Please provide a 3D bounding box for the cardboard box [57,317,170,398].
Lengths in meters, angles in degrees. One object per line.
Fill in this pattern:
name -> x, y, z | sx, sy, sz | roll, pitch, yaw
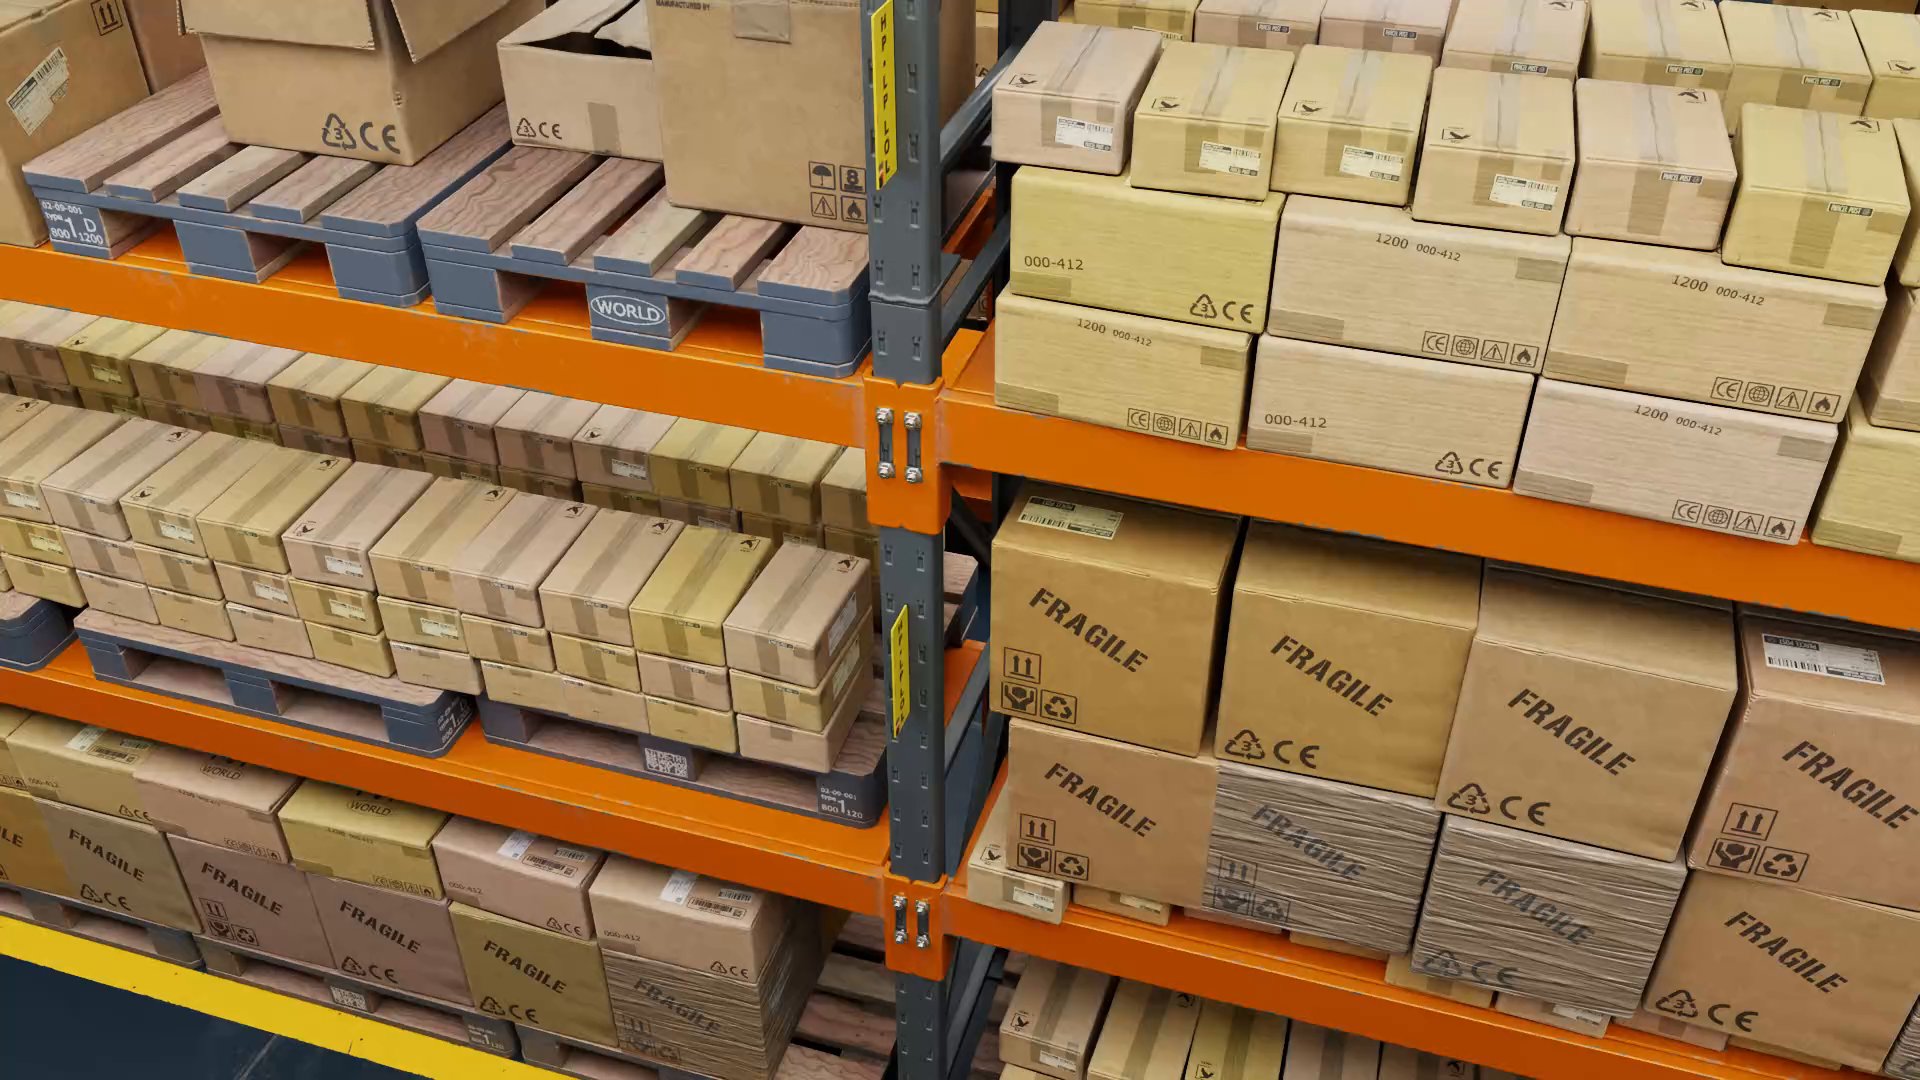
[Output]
cardboard box -> -2.699, -0.639, 5.443 | 0.250, 0.149, 0.380 | 12, 38, 15

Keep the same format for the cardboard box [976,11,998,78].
cardboard box -> 0.102, -2.480, 8.505 | 0.500, 0.500, 0.500 | 10, 38, 13

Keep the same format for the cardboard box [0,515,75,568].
cardboard box -> -2.635, -0.103, 4.966 | 0.250, 0.149, 0.380 | 11, 38, 14

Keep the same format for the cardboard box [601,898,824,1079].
cardboard box -> -0.756, 1.306, 5.200 | 0.500, 0.500, 0.500 | 10, 37, 13

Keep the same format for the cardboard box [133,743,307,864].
cardboard box -> -2.254, 0.728, 5.352 | 0.500, 0.250, 0.500 | 11, 38, 14

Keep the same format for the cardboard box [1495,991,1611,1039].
cardboard box -> 1.470, 0.998, 4.075 | 0.250, 0.149, 0.380 | 12, 38, 16

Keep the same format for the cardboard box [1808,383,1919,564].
cardboard box -> 1.859, -0.179, 3.059 | 0.500, 0.250, 0.500 | 12, 38, 16

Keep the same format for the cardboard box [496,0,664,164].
cardboard box -> -0.752, -1.159, 3.985 | 0.500, 0.311, 0.500 | 10, 38, 13

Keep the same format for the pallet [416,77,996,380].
pallet -> -0.532, -0.845, 3.996 | 1.003, 0.211, 1.213 | 10, 38, 14

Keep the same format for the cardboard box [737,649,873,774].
cardboard box -> -0.413, 0.430, 4.492 | 0.250, 0.149, 0.380 | 10, 37, 13

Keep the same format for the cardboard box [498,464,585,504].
cardboard box -> -1.214, -0.243, 5.157 | 0.250, 0.149, 0.380 | 12, 38, 16

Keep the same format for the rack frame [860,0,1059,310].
rack frame -> 0.026, -1.960, 2.821 | 0.127, 3.000, 1.000 | 10, 38, 14

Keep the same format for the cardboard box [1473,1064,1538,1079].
cardboard box -> 1.553, 1.599, 4.596 | 0.250, 0.149, 0.380 | 9, 37, 12

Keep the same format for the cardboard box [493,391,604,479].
cardboard box -> -1.207, -0.364, 5.070 | 0.250, 0.149, 0.380 | 10, 38, 14

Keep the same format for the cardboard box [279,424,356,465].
cardboard box -> -1.953, -0.382, 5.345 | 0.250, 0.149, 0.380 | 11, 38, 15

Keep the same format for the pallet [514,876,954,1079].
pallet -> -0.718, 1.443, 5.612 | 1.213, 0.211, 1.003 | 10, 38, 14

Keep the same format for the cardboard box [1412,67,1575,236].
cardboard box -> 0.972, -0.714, 3.027 | 0.250, 0.149, 0.380 | 9, 37, 13

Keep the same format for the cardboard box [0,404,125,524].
cardboard box -> -2.666, -0.228, 4.885 | 0.250, 0.149, 0.380 | 9, 37, 12

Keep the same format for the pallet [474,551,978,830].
pallet -> -0.661, 0.316, 4.952 | 1.213, 0.211, 1.003 | 10, 38, 14

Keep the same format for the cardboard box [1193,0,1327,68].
cardboard box -> 0.661, -1.111, 3.567 | 0.250, 0.149, 0.380 | 11, 38, 15

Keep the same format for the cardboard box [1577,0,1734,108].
cardboard box -> 1.403, -0.973, 3.379 | 0.250, 0.149, 0.380 | 9, 37, 12

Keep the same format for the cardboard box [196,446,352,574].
cardboard box -> -1.917, -0.089, 4.696 | 0.250, 0.149, 0.380 | 10, 38, 13

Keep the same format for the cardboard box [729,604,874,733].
cardboard box -> -0.413, 0.310, 4.405 | 0.250, 0.149, 0.380 | 12, 38, 15

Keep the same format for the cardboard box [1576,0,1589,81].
cardboard box -> 2.948, -2.283, 7.565 | 0.500, 0.500, 0.500 | 9, 37, 12

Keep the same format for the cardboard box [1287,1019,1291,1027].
cardboard box -> 1.154, 1.369, 5.159 | 0.250, 0.149, 0.380 | 11, 38, 14

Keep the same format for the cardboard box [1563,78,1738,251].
cardboard box -> 1.225, -0.680, 2.981 | 0.250, 0.149, 0.380 | 9, 37, 12

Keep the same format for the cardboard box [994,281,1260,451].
cardboard box -> 0.389, -0.460, 3.441 | 0.500, 0.250, 0.500 | 12, 38, 16

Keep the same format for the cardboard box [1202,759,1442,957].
cardboard box -> 0.898, 0.610, 4.056 | 0.500, 0.500, 0.500 | 10, 38, 14

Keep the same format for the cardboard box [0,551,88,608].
cardboard box -> -2.654, 0.017, 5.055 | 0.250, 0.149, 0.380 | 12, 38, 16

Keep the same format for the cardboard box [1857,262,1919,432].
cardboard box -> 1.873, -0.401, 2.938 | 0.500, 0.250, 0.500 | 9, 37, 12

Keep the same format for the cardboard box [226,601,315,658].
cardboard box -> -1.911, 0.155, 4.867 | 0.250, 0.149, 0.380 | 9, 37, 12

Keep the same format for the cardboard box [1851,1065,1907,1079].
cardboard box -> 2.245, 1.089, 3.951 | 0.250, 0.149, 0.380 | 9, 37, 12

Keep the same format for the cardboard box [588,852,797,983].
cardboard box -> -0.761, 1.003, 4.978 | 0.500, 0.250, 0.500 | 10, 37, 13

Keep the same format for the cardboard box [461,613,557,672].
cardboard box -> -1.163, 0.173, 4.591 | 0.250, 0.149, 0.380 | 9, 37, 12

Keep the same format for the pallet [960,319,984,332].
pallet -> -0.326, -1.517, 9.633 | 1.213, 0.211, 1.003 | 10, 38, 14

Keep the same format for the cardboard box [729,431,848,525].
cardboard box -> -0.481, -0.227, 4.883 | 0.250, 0.149, 0.380 | 12, 38, 15

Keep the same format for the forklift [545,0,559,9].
forklift -> -2.117, -1.414, 7.199 | 3.031, 2.935, 1.130 | 8, 37, 10

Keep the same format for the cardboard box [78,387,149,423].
cardboard box -> -2.678, -0.517, 5.529 | 0.250, 0.149, 0.380 | 11, 38, 15

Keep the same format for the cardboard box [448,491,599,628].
cardboard box -> -1.169, 0.048, 4.510 | 0.250, 0.149, 0.380 | 10, 38, 14

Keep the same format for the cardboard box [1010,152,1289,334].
cardboard box -> 0.413, -0.672, 3.306 | 0.500, 0.250, 0.500 | 12, 38, 15

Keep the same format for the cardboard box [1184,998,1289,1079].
cardboard box -> 0.794, 1.473, 4.767 | 0.250, 0.149, 0.380 | 10, 38, 13

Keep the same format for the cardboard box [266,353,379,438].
cardboard box -> -1.954, -0.501, 5.256 | 0.250, 0.149, 0.380 | 12, 38, 16

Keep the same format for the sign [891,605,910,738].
sign -> -0.137, 0.305, 3.829 | 0.005, 0.325, 0.100 | 10, 38, 14

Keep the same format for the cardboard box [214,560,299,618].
cardboard box -> -1.903, 0.033, 4.781 | 0.250, 0.149, 0.380 | 12, 38, 16

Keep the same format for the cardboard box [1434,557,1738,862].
cardboard box -> 1.355, 0.301, 3.632 | 0.500, 0.500, 0.500 | 11, 38, 15

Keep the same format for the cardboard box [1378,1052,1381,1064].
cardboard box -> 1.211, 1.531, 5.190 | 0.250, 0.149, 0.380 | 10, 37, 13

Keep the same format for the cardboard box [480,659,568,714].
cardboard box -> -1.137, 0.295, 4.676 | 0.250, 0.149, 0.380 | 9, 37, 12

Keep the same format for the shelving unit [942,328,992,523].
shelving unit -> 0.006, -0.452, 7.415 | 1.048, 1.125, 0.538 | 10, 38, 14

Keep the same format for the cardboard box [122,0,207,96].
cardboard box -> -2.214, -1.370, 4.466 | 0.500, 0.500, 0.500 | 10, 38, 14

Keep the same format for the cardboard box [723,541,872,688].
cardboard box -> -0.416, 0.188, 4.319 | 0.250, 0.149, 0.380 | 12, 38, 16

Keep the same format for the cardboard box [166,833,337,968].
cardboard box -> -2.221, 1.031, 5.573 | 0.500, 0.500, 0.500 | 10, 37, 13

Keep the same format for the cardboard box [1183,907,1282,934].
cardboard box -> 0.737, 0.814, 4.326 | 0.250, 0.149, 0.380 | 9, 37, 12

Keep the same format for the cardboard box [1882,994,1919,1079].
cardboard box -> 2.361, 0.891, 3.673 | 0.500, 0.500, 0.500 | 11, 38, 14

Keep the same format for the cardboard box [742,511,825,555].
cardboard box -> -0.461, -0.106, 4.970 | 0.250, 0.149, 0.380 | 10, 37, 13

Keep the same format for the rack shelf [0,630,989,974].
rack shelf -> -1.883, 0.393, 5.293 | 4.000, 0.370, 1.077 | 10, 38, 14
